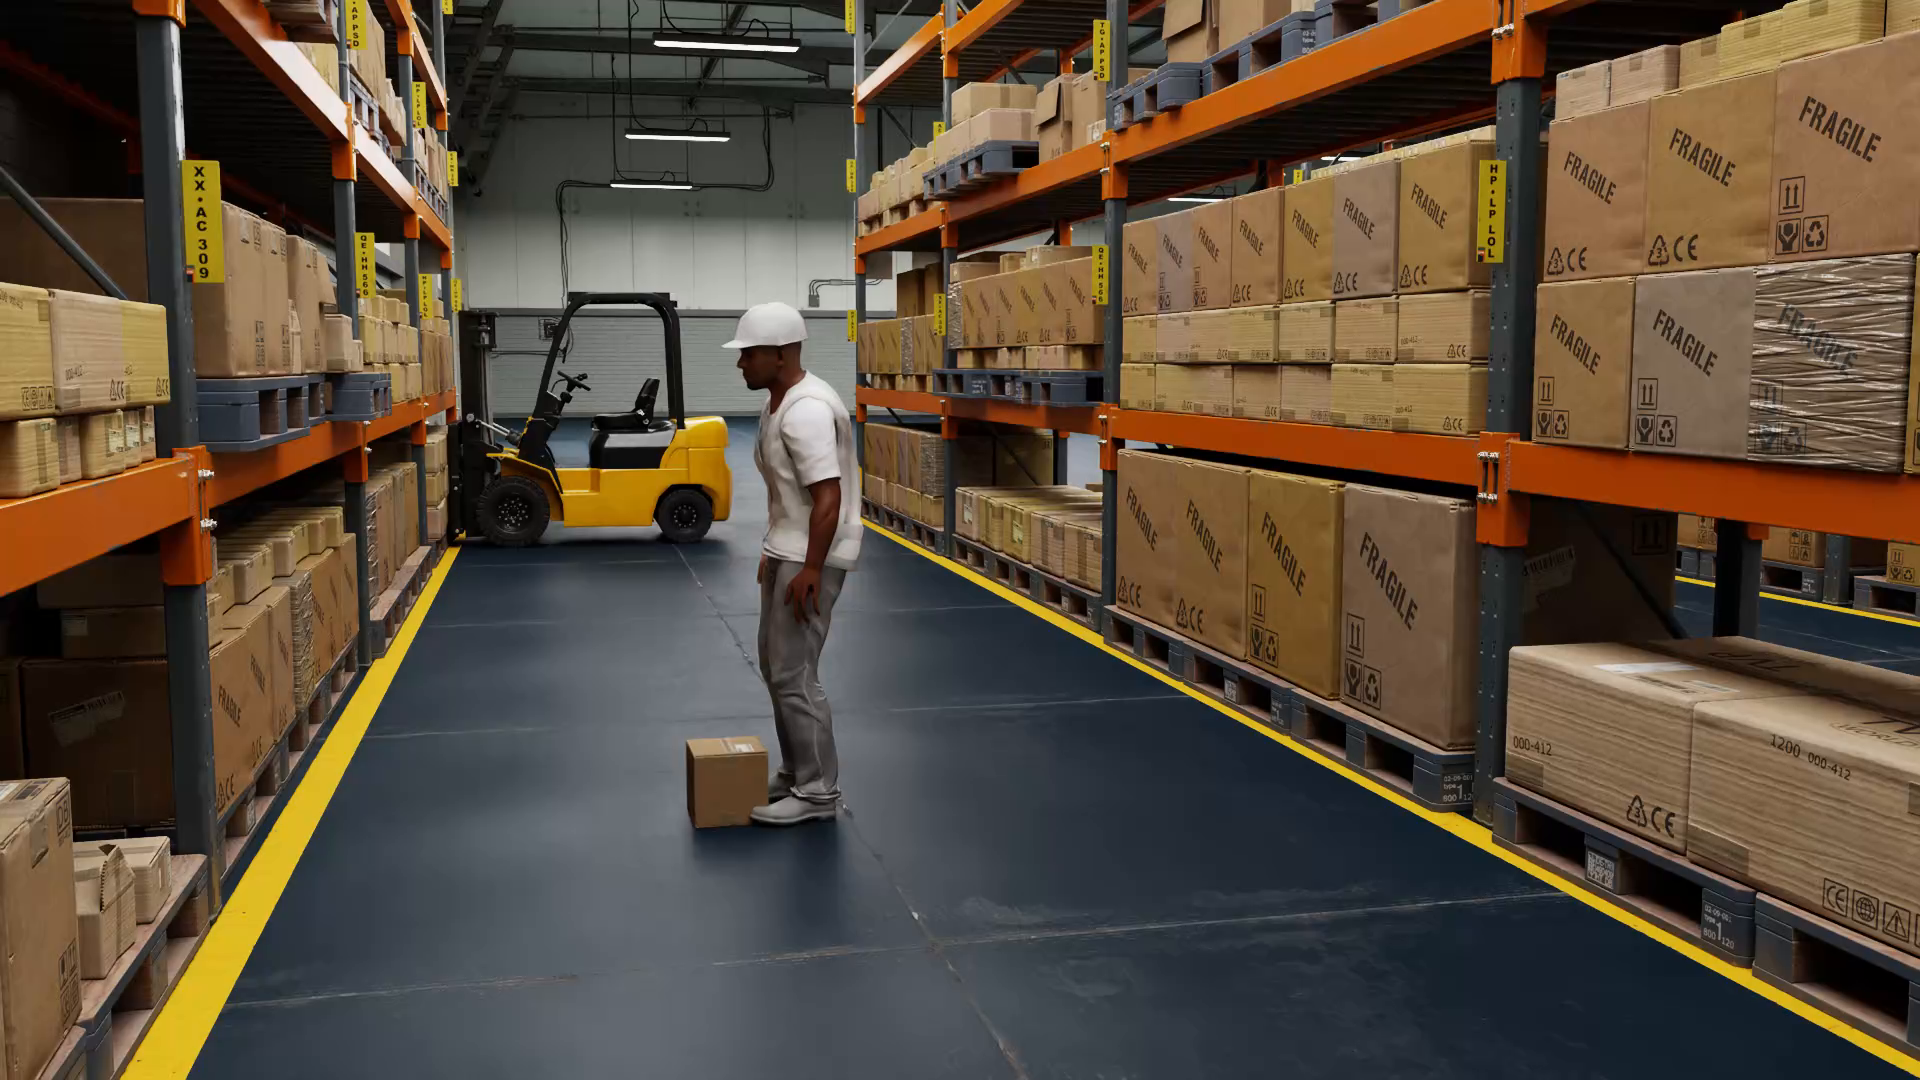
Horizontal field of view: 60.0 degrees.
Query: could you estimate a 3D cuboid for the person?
[{"bbox_3d":[-0.576,0.073,5.694,0.463,1.759,0.626,-2,6,-16],"label":"person"}]
